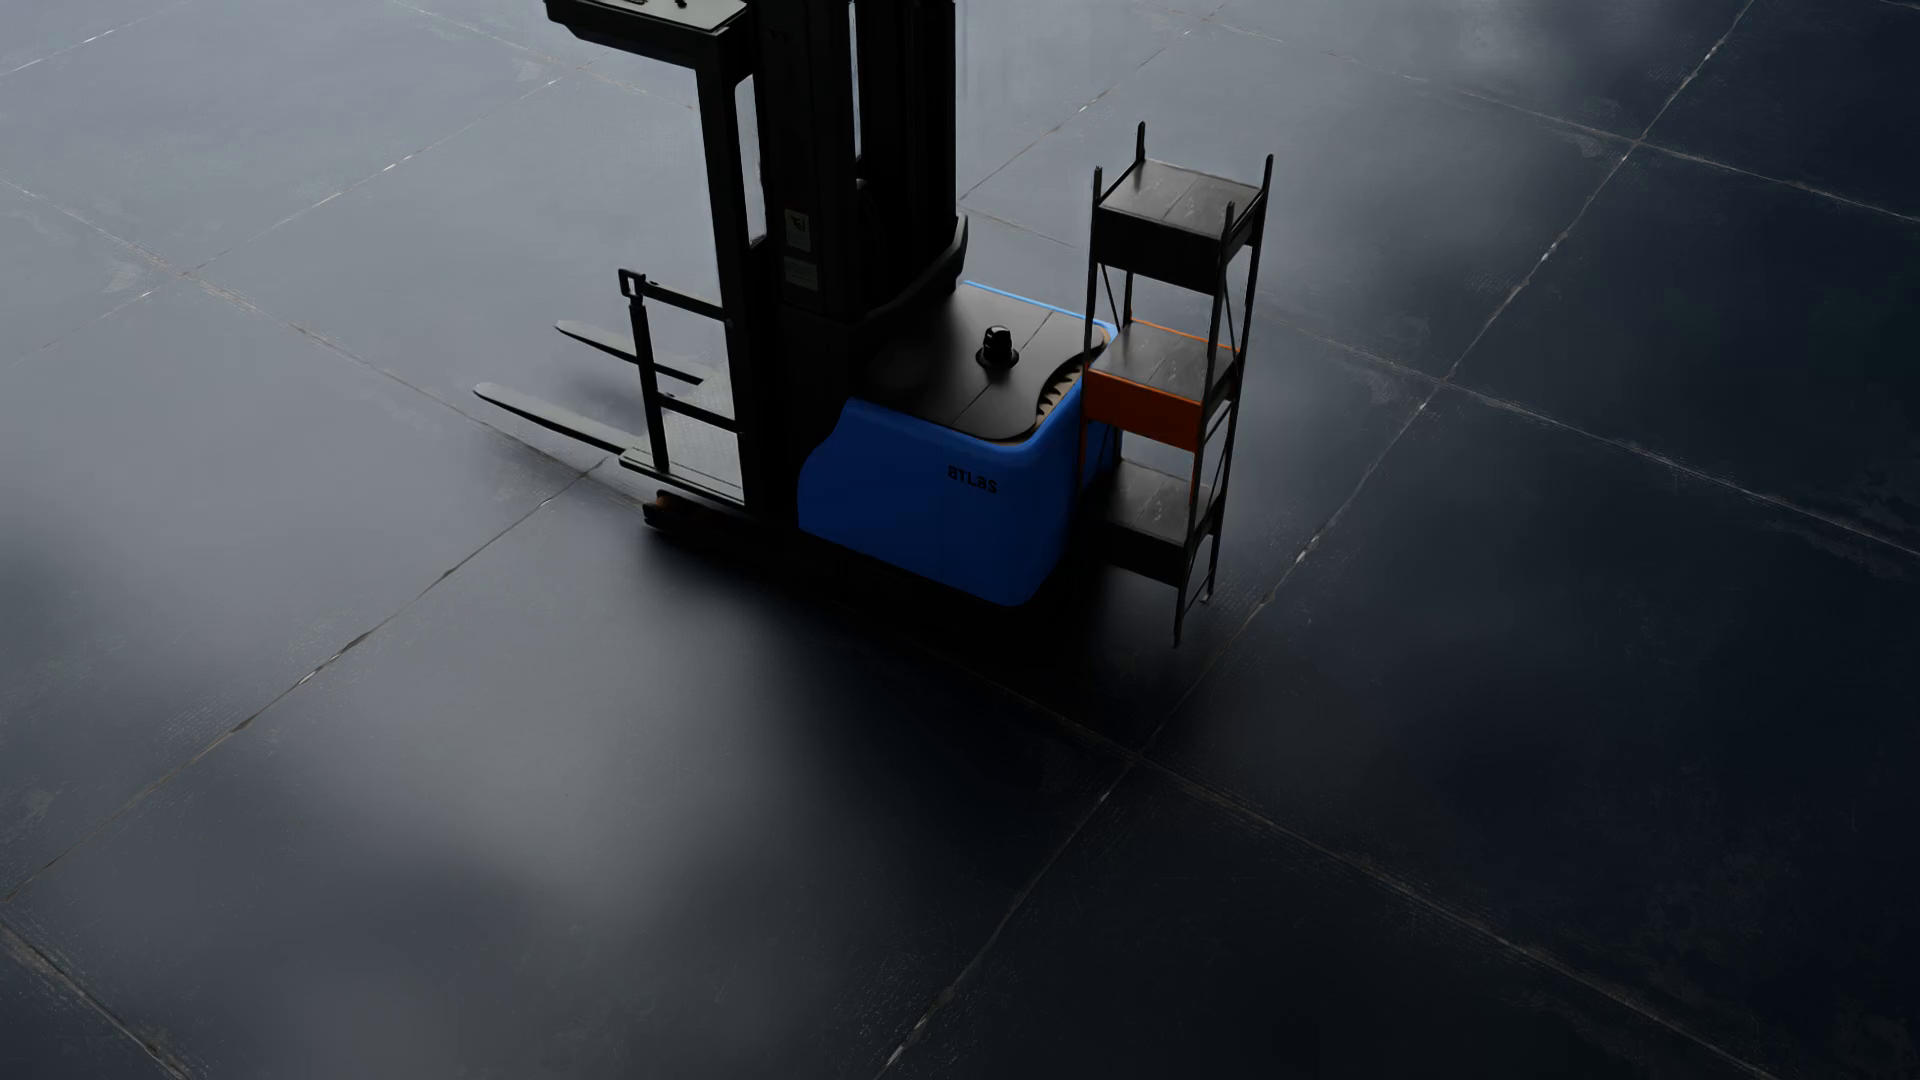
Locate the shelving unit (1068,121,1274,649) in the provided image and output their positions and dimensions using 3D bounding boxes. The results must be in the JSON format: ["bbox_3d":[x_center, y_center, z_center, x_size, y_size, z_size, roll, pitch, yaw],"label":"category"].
[{"bbox_3d":[0.778,-0.527,6.452,0.503,2.100,0.431,20,46,21],"label":"shelving unit"}]

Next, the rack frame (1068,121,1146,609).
[{"bbox_3d":[0.564,-0.605,6.539,0.015,2.100,0.400,20,46,21],"label":"rack frame"}]

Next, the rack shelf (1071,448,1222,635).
[{"bbox_3d":[0.778,0.005,6.928,0.480,0.518,0.431,20,46,21],"label":"rack shelf"}]

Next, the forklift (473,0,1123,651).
[{"bbox_3d":[-0.831,-1.349,6.747,3.031,2.935,1.130,20,46,21],"label":"forklift"}]

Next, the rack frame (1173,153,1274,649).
[{"bbox_3d":[0.992,-0.448,6.364,0.015,2.100,0.400,20,46,21],"label":"rack frame"}]

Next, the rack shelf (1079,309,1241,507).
[{"bbox_3d":[0.778,-0.517,6.461,0.480,0.518,0.431,20,46,21],"label":"rack shelf"}]

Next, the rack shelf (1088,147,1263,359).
[{"bbox_3d":[0.778,-1.038,5.994,0.480,0.518,0.431,20,46,21],"label":"rack shelf"}]
